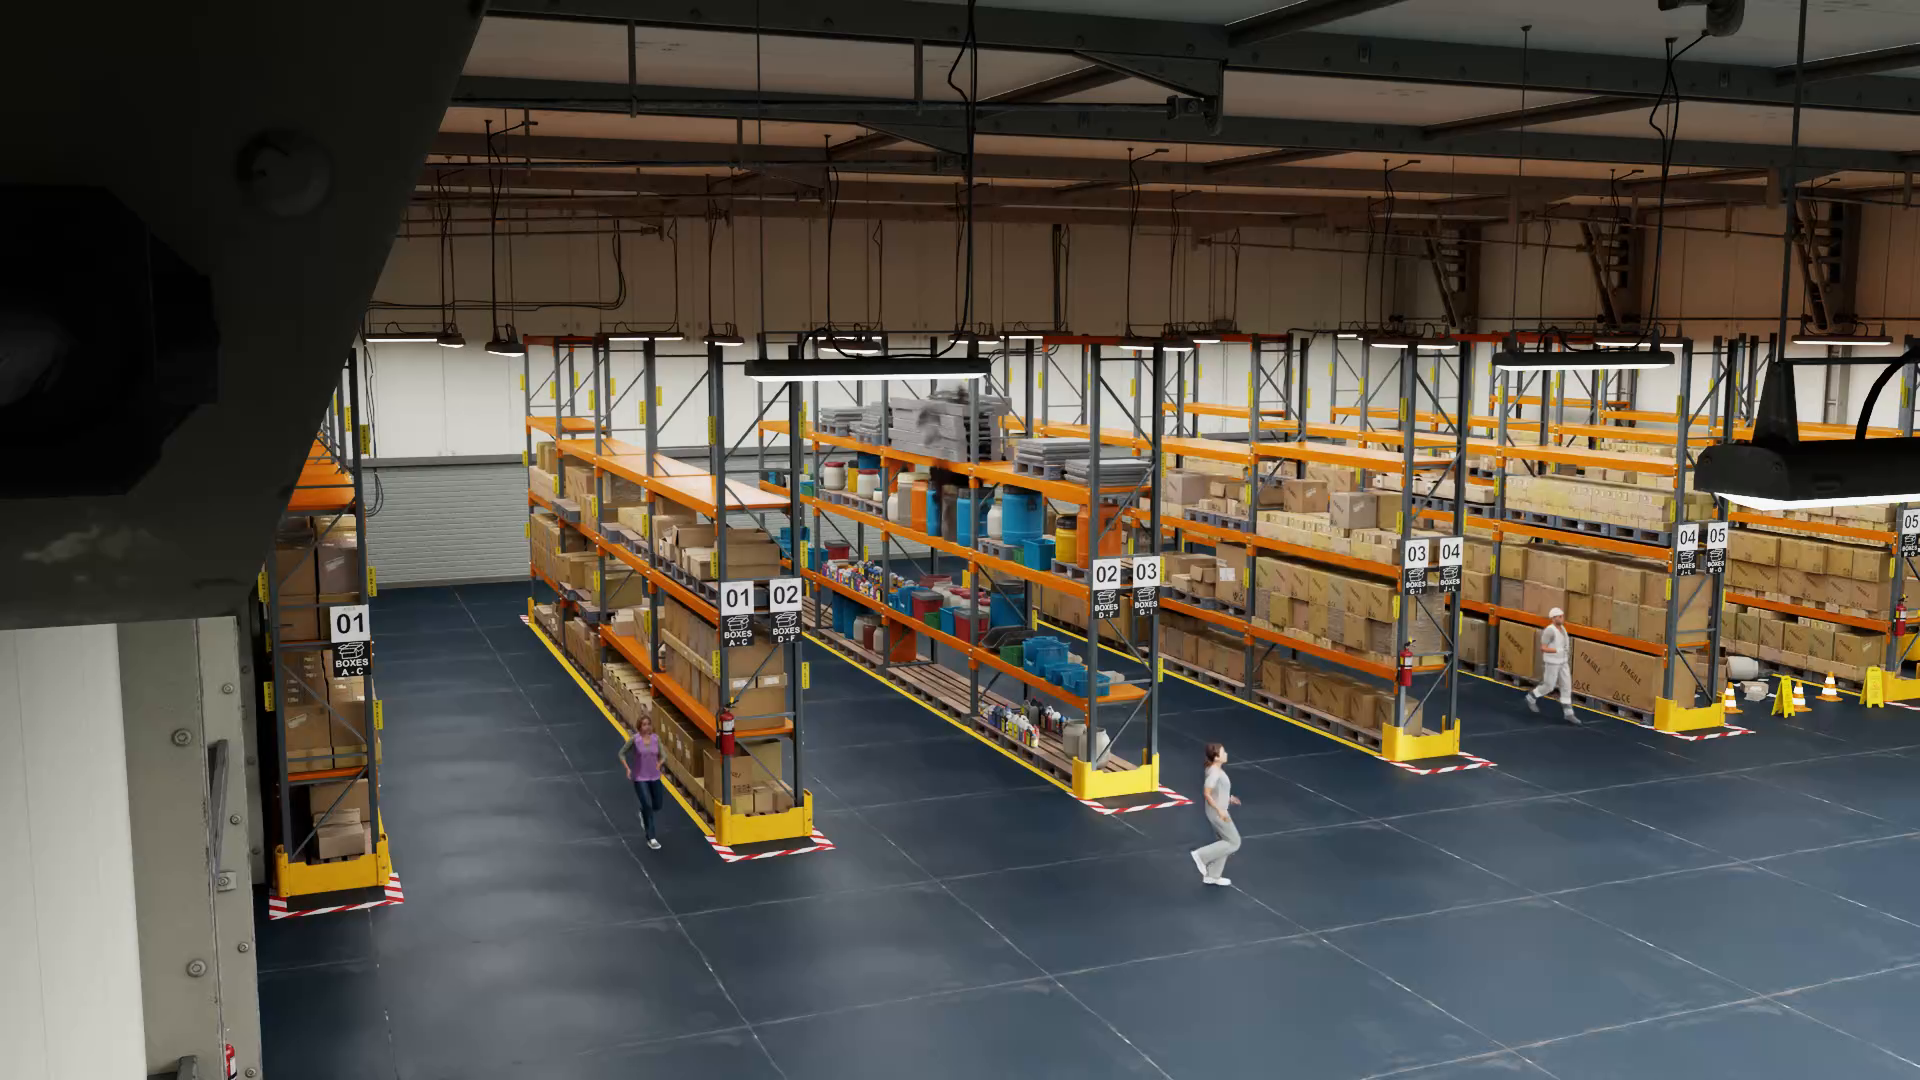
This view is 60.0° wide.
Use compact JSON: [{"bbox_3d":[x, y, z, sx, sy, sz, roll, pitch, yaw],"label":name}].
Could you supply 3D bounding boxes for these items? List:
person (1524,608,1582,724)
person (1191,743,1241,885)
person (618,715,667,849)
[{"bbox_3d":[9.369,1.949,26.186,0.656,1.786,0.987,-5,9,-34],"label":"person"},{"bbox_3d":[2.877,3.069,18.635,0.562,1.626,0.571,0,8,3],"label":"person"},{"bbox_3d":[-3.807,2.891,20.098,0.559,1.571,0.767,-4,9,-30],"label":"person"}]
